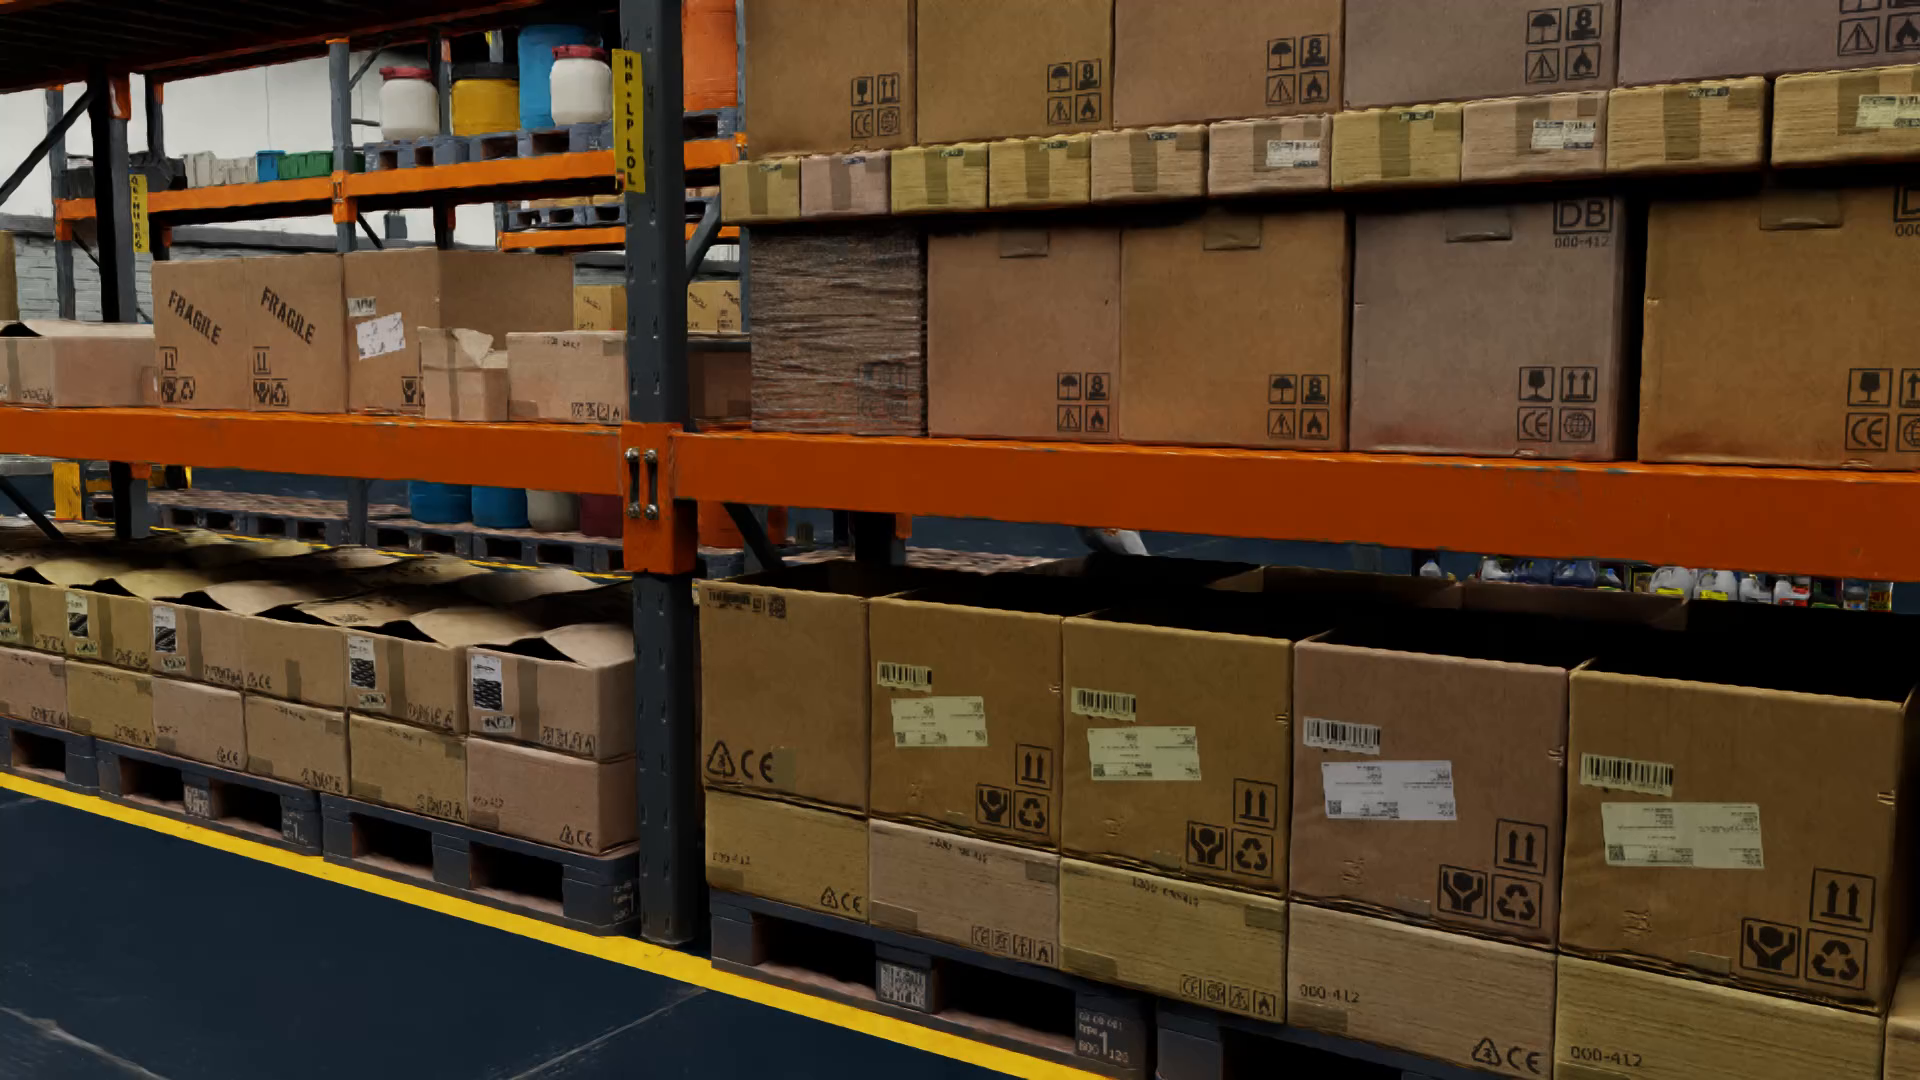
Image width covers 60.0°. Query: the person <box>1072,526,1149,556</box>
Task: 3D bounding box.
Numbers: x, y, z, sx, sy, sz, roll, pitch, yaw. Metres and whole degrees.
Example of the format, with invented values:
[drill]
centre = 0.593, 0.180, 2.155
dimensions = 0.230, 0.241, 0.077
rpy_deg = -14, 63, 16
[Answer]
[person]
centre = 0.682, -0.075, 6.992
dimensions = 0.434, 1.566, 0.569
rpy_deg = 2, 7, 20
